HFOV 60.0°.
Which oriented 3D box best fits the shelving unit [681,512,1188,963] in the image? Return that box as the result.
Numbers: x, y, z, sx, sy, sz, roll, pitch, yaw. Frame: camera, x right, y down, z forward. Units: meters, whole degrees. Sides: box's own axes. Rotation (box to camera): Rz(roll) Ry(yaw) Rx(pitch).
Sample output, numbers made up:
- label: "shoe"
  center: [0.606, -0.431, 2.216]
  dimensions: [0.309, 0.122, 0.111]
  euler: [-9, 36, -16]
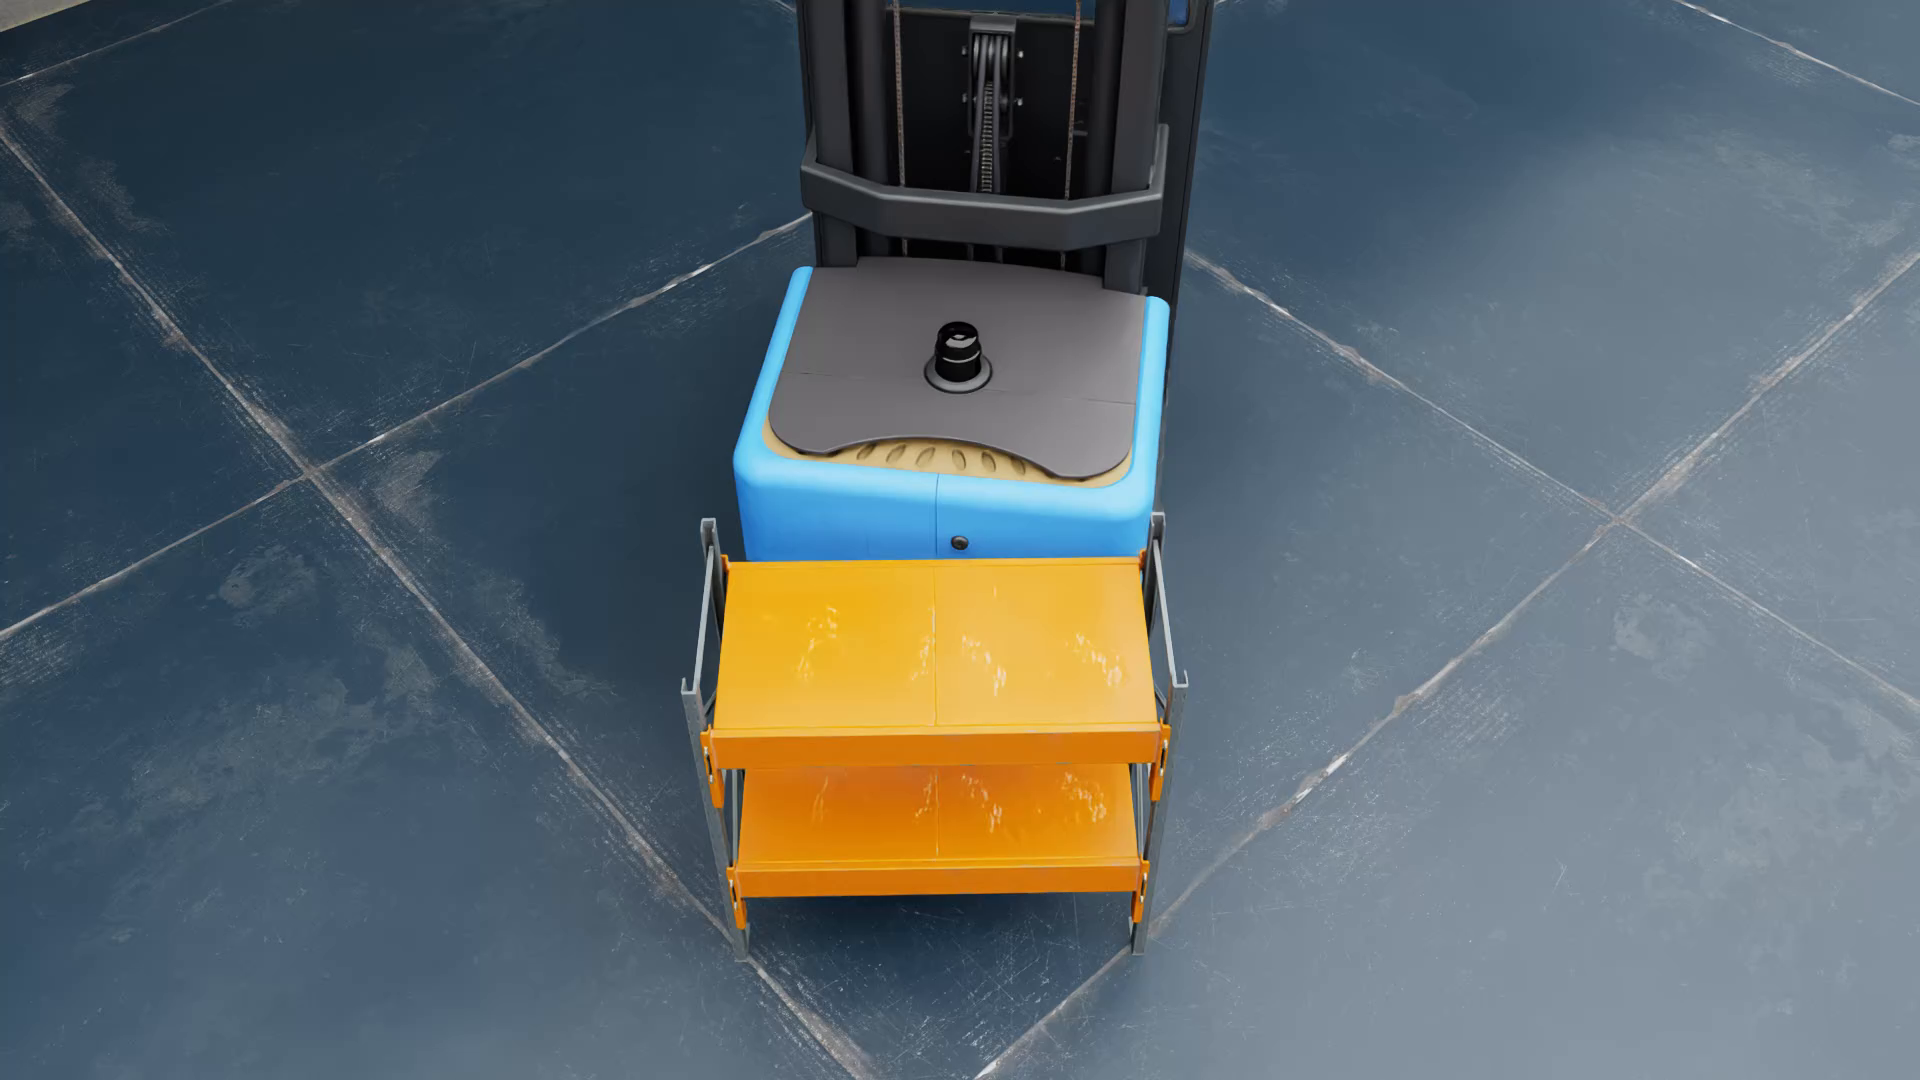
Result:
- label: "shelving unit"
  center: [-0.056, 0.509, 4.015]
  dimensions: [1.048, 1.125, 0.538]
  euler: [-1, 47, -1]

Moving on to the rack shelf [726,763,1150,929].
- label: "rack shelf"
  center: [-0.056, 0.674, 4.195]
  dimensions: [1.000, 0.278, 0.538]
  euler: [-1, 47, -1]

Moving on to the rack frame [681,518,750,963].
- label: "rack frame"
  center: [-0.564, 0.515, 4.009]
  dimensions: [0.032, 1.125, 0.500]
  euler: [-1, 47, -1]

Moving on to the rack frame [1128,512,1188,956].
- label: "rack frame"
  center: [0.452, 0.502, 4.022]
  dimensions: [0.032, 1.125, 0.500]
  euler: [-1, 47, -1]

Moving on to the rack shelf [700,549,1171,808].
- label: "rack shelf"
  center: [-0.056, 0.310, 3.800]
  dimensions: [1.000, 0.278, 0.538]
  euler: [-1, 47, -1]

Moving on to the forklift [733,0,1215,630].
- label: "forklift"
  center: [0.148, -1.476, 4.618]
  dimensions: [1.130, 2.935, 3.031]
  euler: [6, 48, 5]
